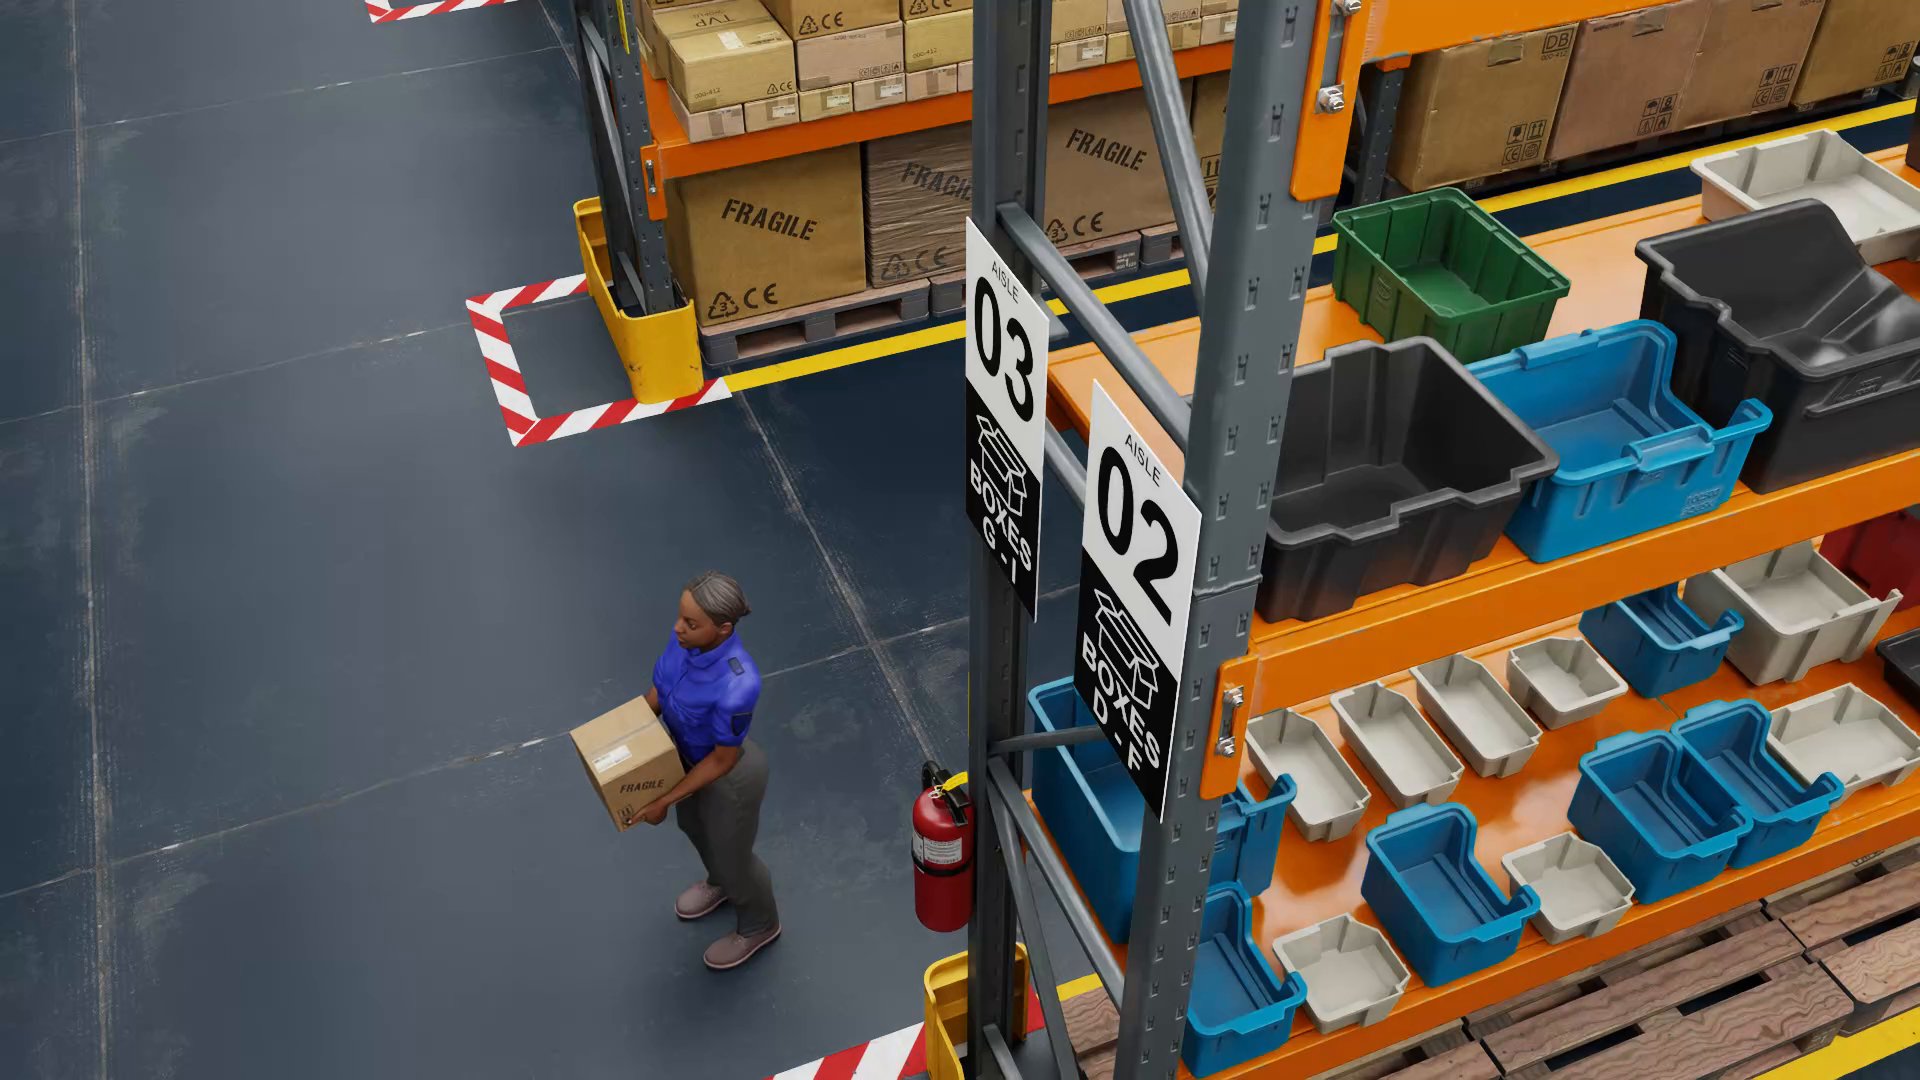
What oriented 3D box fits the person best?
[{"bbox_3d":[-0.859,0.761,5.326,0.523,1.646,0.450,-22,47,-23],"label":"person"}]
